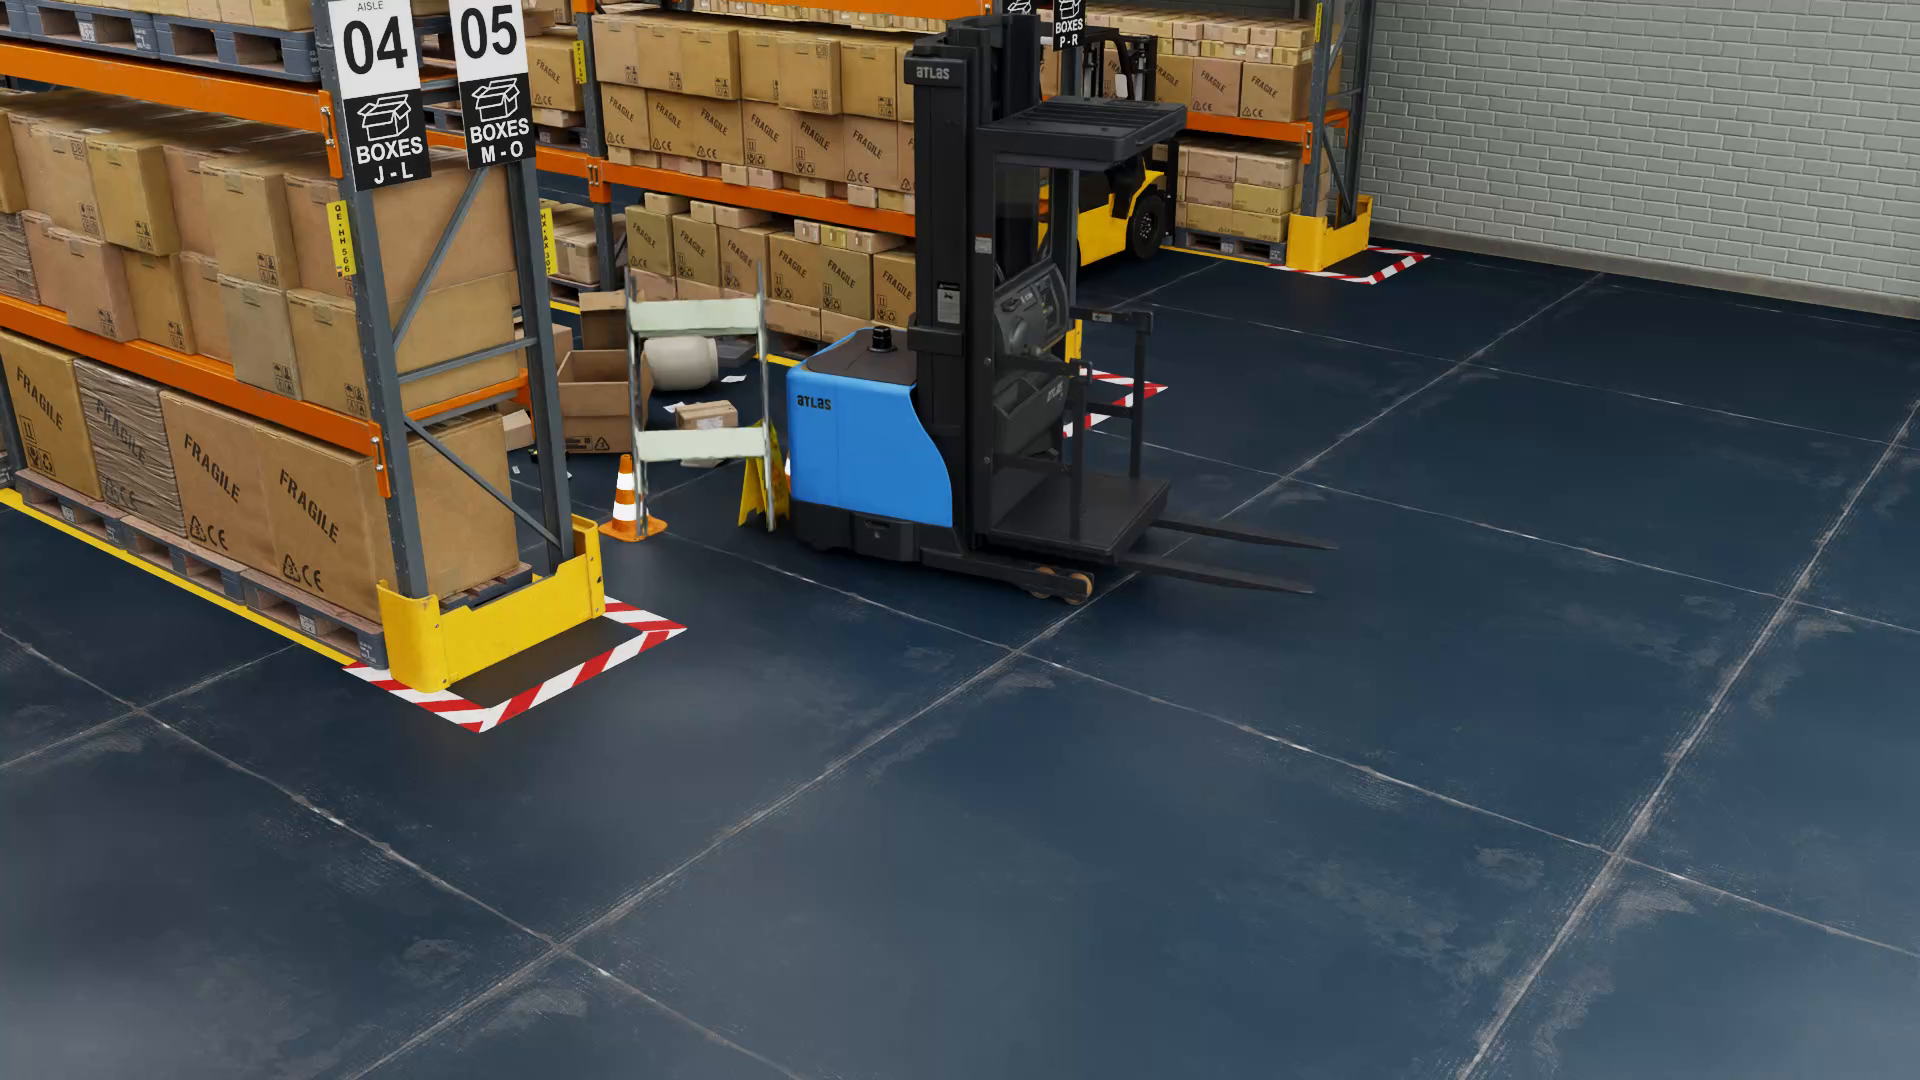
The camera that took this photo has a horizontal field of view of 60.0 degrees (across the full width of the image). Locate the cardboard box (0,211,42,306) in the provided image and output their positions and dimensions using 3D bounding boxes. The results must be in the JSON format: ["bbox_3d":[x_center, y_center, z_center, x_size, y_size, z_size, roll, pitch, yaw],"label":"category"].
[{"bbox_3d":[-5.273,-1.805,9.941,0.550,0.550,0.875,17,29,33],"label":"cardboard box"}]

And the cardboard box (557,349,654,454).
[{"bbox_3d":[-2.411,-0.942,11.263,0.637,0.503,0.797,-1,24,-3],"label":"cardboard box"}]

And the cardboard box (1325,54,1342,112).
[{"bbox_3d":[3.257,-4.334,15.742,0.500,0.500,0.500,18,29,35],"label":"cardboard box"}]

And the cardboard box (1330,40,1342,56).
[{"bbox_3d":[3.371,-4.587,15.512,0.250,0.149,0.380,16,28,32],"label":"cardboard box"}]

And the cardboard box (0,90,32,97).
[{"bbox_3d":[-5.976,-2.443,10.211,0.500,0.500,0.700,16,29,32],"label":"cardboard box"}]

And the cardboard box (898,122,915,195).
[{"bbox_3d":[-0.086,-2.700,11.666,0.500,0.500,0.500,16,29,32],"label":"cardboard box"}]

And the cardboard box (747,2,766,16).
[{"bbox_3d":[-2.184,-6.006,18.734,0.250,0.149,0.380,17,29,34],"label":"cardboard box"}]

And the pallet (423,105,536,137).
[{"bbox_3d":[-4.280,-3.857,15.023,1.213,0.211,1.003,17,29,33],"label":"pallet"}]

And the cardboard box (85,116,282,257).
[{"bbox_3d":[-4.013,-1.888,8.790,0.500,0.550,0.875,17,29,33],"label":"cardboard box"}]

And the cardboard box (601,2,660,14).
[{"bbox_3d":[-3.953,-6.287,19.965,0.500,0.250,0.500,15,28,31],"label":"cardboard box"}]

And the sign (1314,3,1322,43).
[{"bbox_3d":[3.151,-4.545,14.616,0.005,0.325,0.100,17,29,33],"label":"sign"}]

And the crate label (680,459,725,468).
[{"bbox_3d":[-1.664,-0.584,10.905,0.298,0.136,0.250,3,24,6],"label":"crate label"}]

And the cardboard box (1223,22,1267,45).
[{"bbox_3d":[2.633,-4.680,15.354,0.250,0.149,0.380,18,29,34],"label":"cardboard box"}]

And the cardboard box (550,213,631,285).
[{"bbox_3d":[-3.109,-2.559,14.576,0.625,0.372,0.950,17,29,34],"label":"cardboard box"}]

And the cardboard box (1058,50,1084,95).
[{"bbox_3d":[1.317,-4.657,16.476,0.500,0.500,0.500,16,29,33],"label":"cardboard box"}]

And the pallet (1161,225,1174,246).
[{"bbox_3d":[1.878,-3.269,16.908,1.213,0.211,1.003,17,29,33],"label":"pallet"}]

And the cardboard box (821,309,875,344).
[{"bbox_3d":[-0.705,-1.647,12.656,0.500,0.250,0.500,17,29,33],"label":"cardboard box"}]

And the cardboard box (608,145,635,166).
[{"bbox_3d":[-2.628,-3.149,13.488,0.250,0.149,0.380,17,29,33],"label":"cardboard box"}]

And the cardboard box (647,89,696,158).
[{"bbox_3d":[-2.087,-3.315,13.061,0.500,0.500,0.500,17,29,33],"label":"cardboard box"}]

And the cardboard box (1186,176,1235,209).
[{"bbox_3d":[2.515,-3.383,15.977,0.500,0.250,0.500,16,29,33],"label":"cardboard box"}]

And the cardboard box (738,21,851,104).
[{"bbox_3d":[-1.213,-3.549,12.352,0.500,0.500,0.700,17,29,33],"label":"cardboard box"}]

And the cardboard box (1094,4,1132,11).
[{"bbox_3d":[1.552,-5.302,16.765,0.250,0.149,0.380,16,29,32],"label":"cardboard box"}]

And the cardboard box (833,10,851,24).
[{"bbox_3d":[-1.160,-5.699,18.035,0.250,0.149,0.380,17,29,34],"label":"cardboard box"}]

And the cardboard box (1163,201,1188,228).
[{"bbox_3d":[2.135,-3.271,16.344,0.500,0.250,0.500,17,29,34],"label":"cardboard box"}]

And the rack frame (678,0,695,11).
[{"bbox_3d":[-2.914,-6.013,19.677,0.127,3.000,1.000,17,29,33],"label":"rack frame"}]

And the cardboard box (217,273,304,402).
[{"bbox_3d":[-3.152,-1.124,8.396,0.550,0.550,0.875,17,29,33],"label":"cardboard box"}]

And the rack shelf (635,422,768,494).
[{"bbox_3d":[-1.455,-0.462,9.461,0.720,0.370,0.431,-3,2,-5],"label":"rack shelf"}]

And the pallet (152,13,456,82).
[{"bbox_3d":[-2.975,-2.363,7.782,1.213,0.211,1.003,17,29,33],"label":"pallet"}]

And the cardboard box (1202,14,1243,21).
[{"bbox_3d":[2.523,-4.961,15.992,0.250,0.149,0.380,18,29,35],"label":"cardboard box"}]

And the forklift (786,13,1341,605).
[{"bbox_3d":[0.574,-1.237,8.923,3.031,2.935,1.130,10,26,22],"label":"forklift"}]

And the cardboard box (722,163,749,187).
[{"bbox_3d":[-1.610,-2.836,12.779,0.250,0.149,0.380,17,29,34],"label":"cardboard box"}]

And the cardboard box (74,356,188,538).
[{"bbox_3d":[-4.391,-0.650,9.620,0.875,0.875,0.875,17,29,34],"label":"cardboard box"}]

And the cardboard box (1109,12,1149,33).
[{"bbox_3d":[1.652,-5.011,16.106,0.250,0.149,0.380,17,29,33],"label":"cardboard box"}]

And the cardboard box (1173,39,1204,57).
[{"bbox_3d":[2.215,-4.662,15.683,0.250,0.149,0.380,16,28,32],"label":"cardboard box"}]

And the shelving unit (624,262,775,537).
[{"bbox_3d":[-1.469,-0.788,9.451,0.755,1.500,0.431,-3,2,-5],"label":"shelving unit"}]

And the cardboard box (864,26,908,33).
[{"bbox_3d":[-0.676,-5.364,17.771,0.500,0.250,0.500,16,28,32],"label":"cardboard box"}]

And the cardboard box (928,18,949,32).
[{"bbox_3d":[-0.120,-5.399,17.356,0.250,0.149,0.380,18,29,35],"label":"cardboard box"}]

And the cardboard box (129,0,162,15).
[{"bbox_3d":[-3.659,-2.568,7.804,0.250,0.149,0.380,16,29,33],"label":"cardboard box"}]

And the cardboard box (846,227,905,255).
[{"bbox_3d":[-0.618,-2.227,12.238,0.250,0.149,0.380,18,29,35],"label":"cardboard box"}]

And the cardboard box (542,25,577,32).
[{"bbox_3d":[-3.679,-4.268,14.703,0.500,0.500,0.500,17,29,33],"label":"cardboard box"}]

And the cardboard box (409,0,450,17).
[{"bbox_3d":[-2.457,-2.537,7.733,0.250,0.149,0.380,17,29,34],"label":"cardboard box"}]

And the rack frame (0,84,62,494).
[{"bbox_3d":[-5.575,-1.822,10.165,0.127,3.000,1.000,17,29,33],"label":"rack frame"}]

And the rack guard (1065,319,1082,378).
[{"bbox_3d":[0.452,-1.351,12.195,0.348,0.500,1.175,17,29,33],"label":"rack guard"}]

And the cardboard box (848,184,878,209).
[{"bbox_3d":[-0.600,-2.529,12.082,0.250,0.149,0.380,17,29,34],"label":"cardboard box"}]

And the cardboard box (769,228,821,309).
[{"bbox_3d":[-1.104,-2.112,12.783,0.500,0.500,0.500,16,28,32],"label":"cardboard box"}]

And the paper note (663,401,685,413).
[{"bbox_3d":[-2.027,-0.952,11.888,0.148,0.019,0.142,-15,28,-30],"label":"paper note"}]

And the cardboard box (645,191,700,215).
[{"bbox_3d":[-2.313,-2.738,13.399,0.250,0.149,0.380,17,29,34],"label":"cardboard box"}]

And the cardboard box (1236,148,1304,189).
[{"bbox_3d":[2.932,-3.481,15.579,0.500,0.250,0.500,18,29,35],"label":"cardboard box"}]

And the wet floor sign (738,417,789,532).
[{"bbox_3d":[-1.164,-0.409,9.878,0.232,0.644,0.267,12,26,24],"label":"wet floor sign"}]

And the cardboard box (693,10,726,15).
[{"bbox_3d":[-2.721,-5.979,19.166,0.500,0.250,0.500,17,29,33],"label":"cardboard box"}]

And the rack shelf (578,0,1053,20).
[{"bbox_3d":[-1.087,-4.003,12.288,4.000,0.370,1.077,17,29,33],"label":"rack shelf"}]

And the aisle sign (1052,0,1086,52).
[{"bbox_3d":[0.749,-3.751,11.319,0.004,0.787,0.394,17,29,33],"label":"aisle sign"}]
